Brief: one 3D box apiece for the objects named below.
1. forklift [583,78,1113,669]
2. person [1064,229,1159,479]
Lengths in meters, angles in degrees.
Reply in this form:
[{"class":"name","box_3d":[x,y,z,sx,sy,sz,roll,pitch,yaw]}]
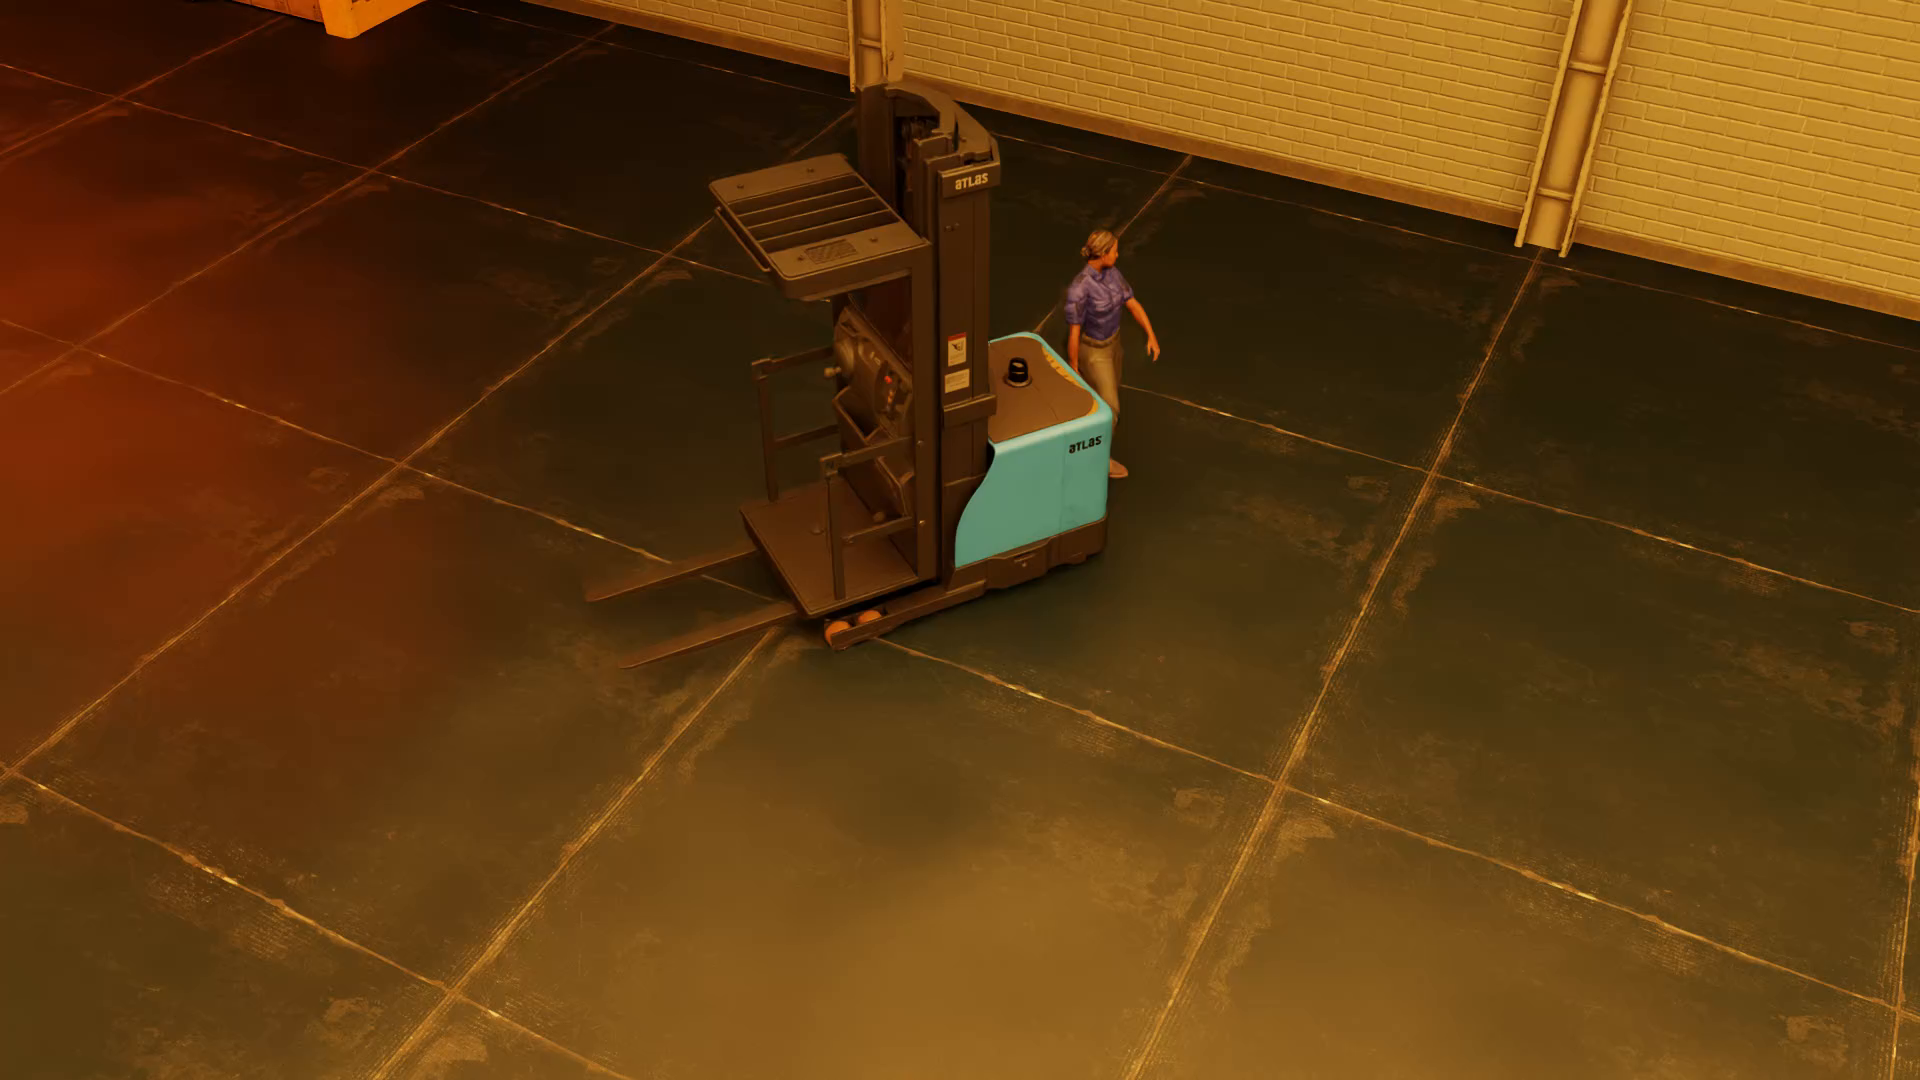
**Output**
[{"class":"forklift","box_3d":[-0.661,-0.883,9.035,3.031,2.935,1.130,-18,43,-20]},{"class":"person","box_3d":[0.869,-1.169,10.436,0.777,1.558,0.645,18,43,21]}]
